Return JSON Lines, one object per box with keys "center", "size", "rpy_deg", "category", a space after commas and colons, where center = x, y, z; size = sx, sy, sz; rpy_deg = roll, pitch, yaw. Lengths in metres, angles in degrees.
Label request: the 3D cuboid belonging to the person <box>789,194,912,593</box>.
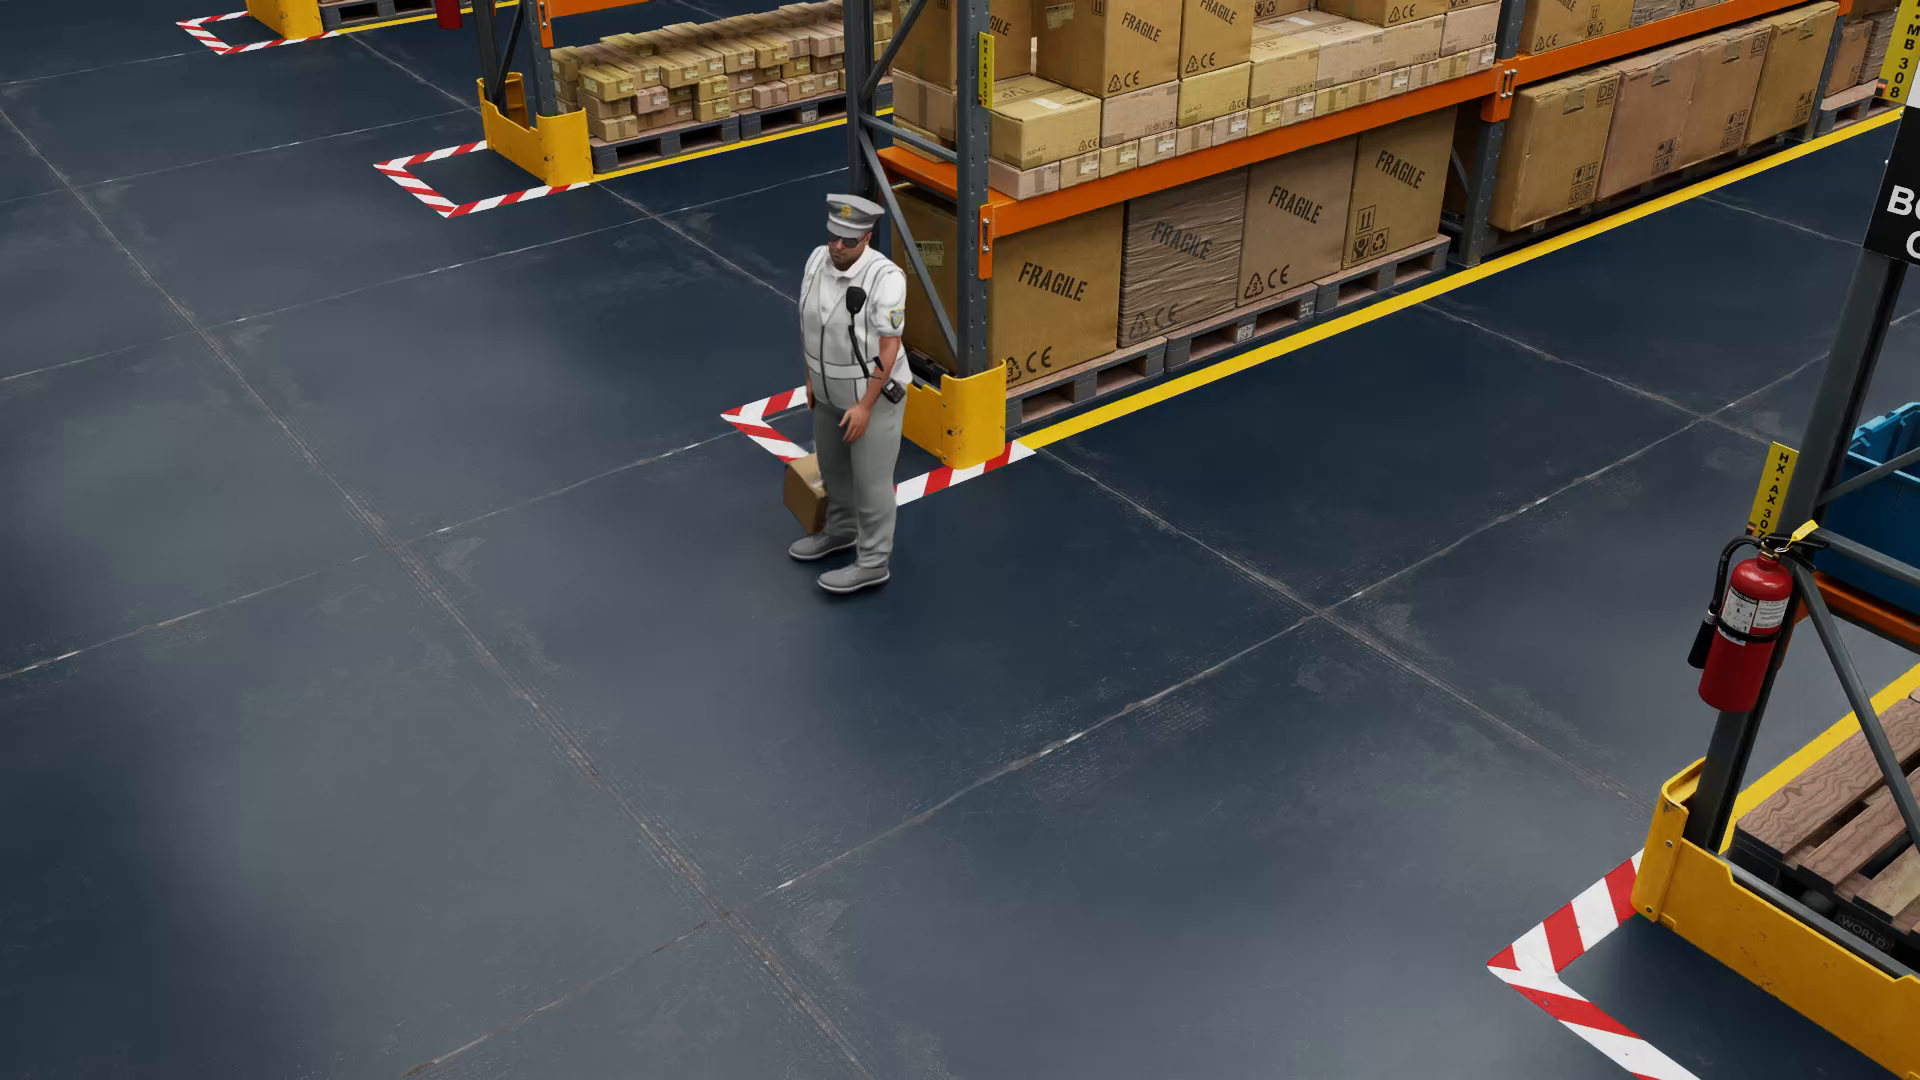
{"center": [-0.508, -0.626, 7.082], "size": [0.579, 1.769, 0.503], "rpy_deg": [25, 40, 34], "category": "person"}
